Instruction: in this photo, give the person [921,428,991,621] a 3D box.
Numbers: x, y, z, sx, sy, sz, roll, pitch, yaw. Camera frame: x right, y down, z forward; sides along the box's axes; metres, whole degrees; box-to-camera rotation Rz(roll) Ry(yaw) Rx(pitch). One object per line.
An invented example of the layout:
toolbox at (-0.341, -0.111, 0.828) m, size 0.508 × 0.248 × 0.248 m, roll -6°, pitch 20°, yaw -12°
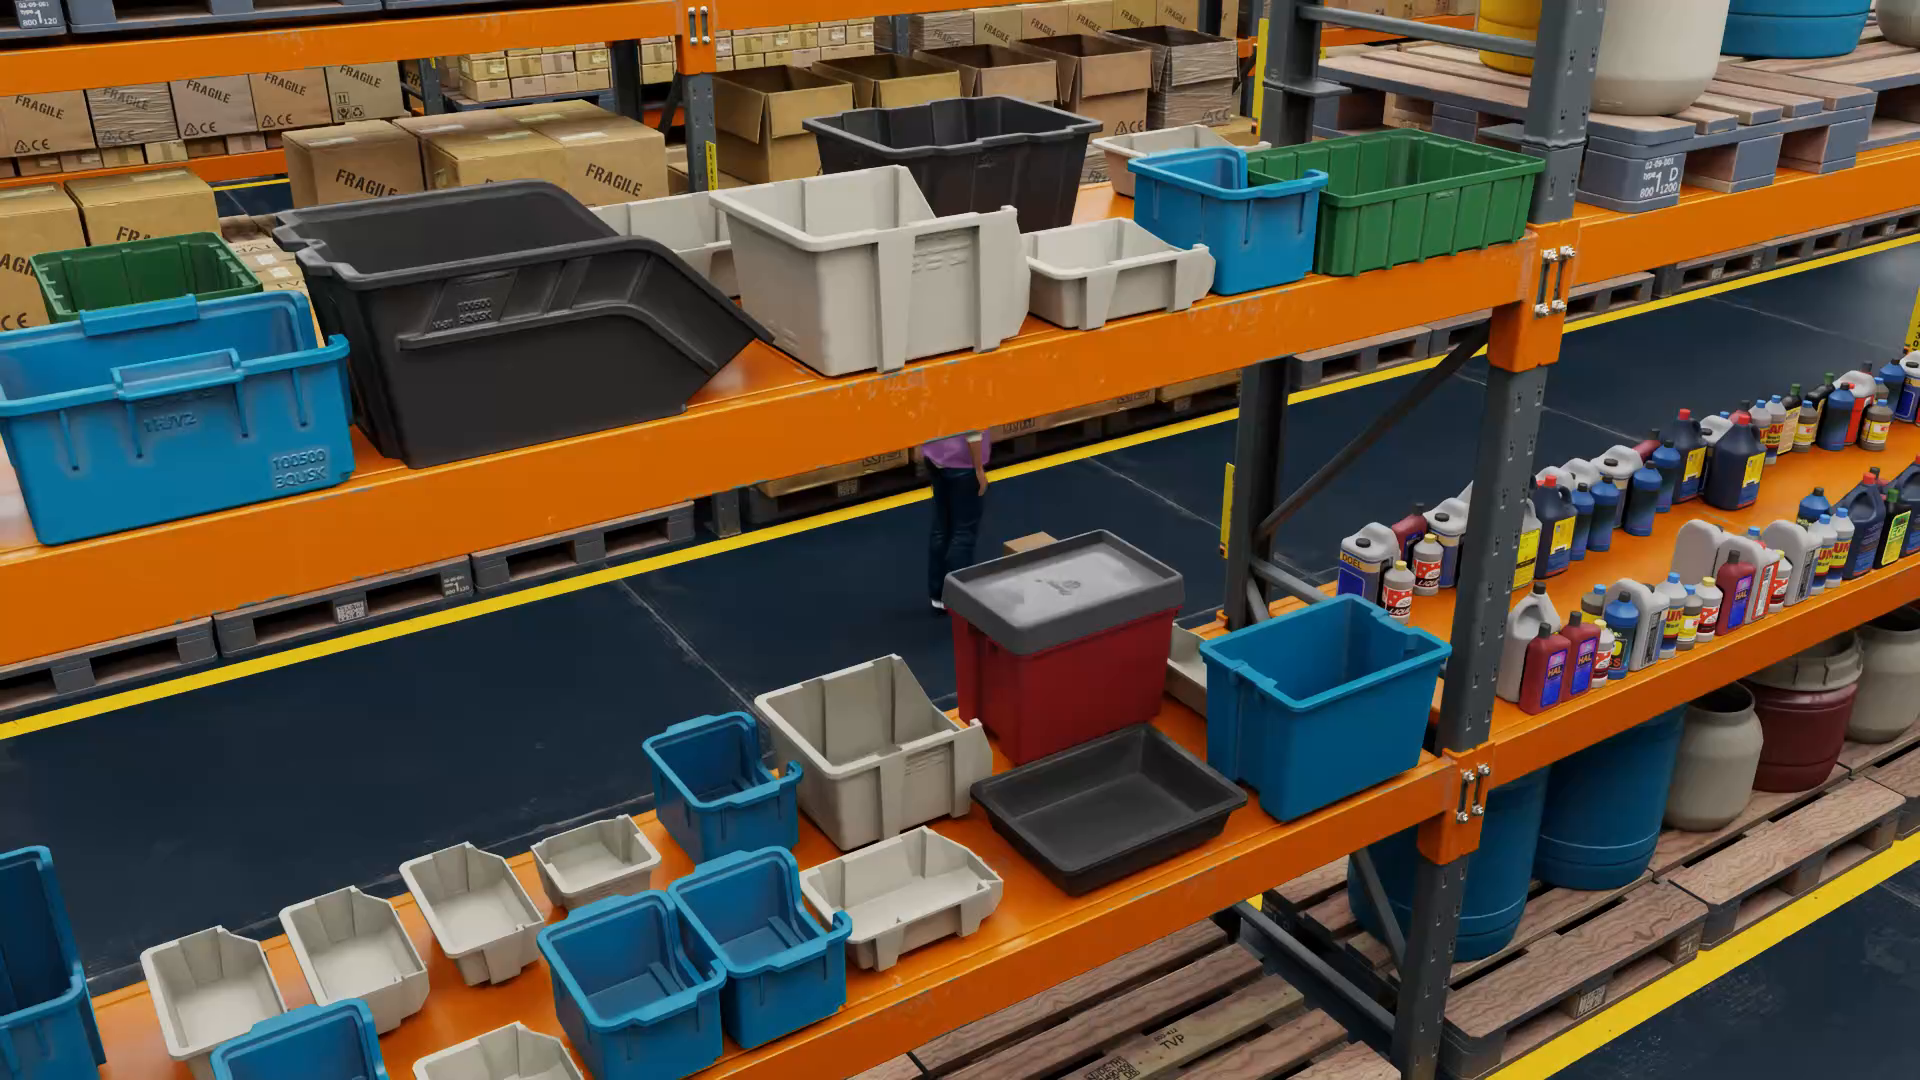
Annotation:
person at (-0.019, -0.379, 7.871) m, size 0.318 × 1.611 × 0.476 m, roll -15°, pitch 29°, yaw -29°
